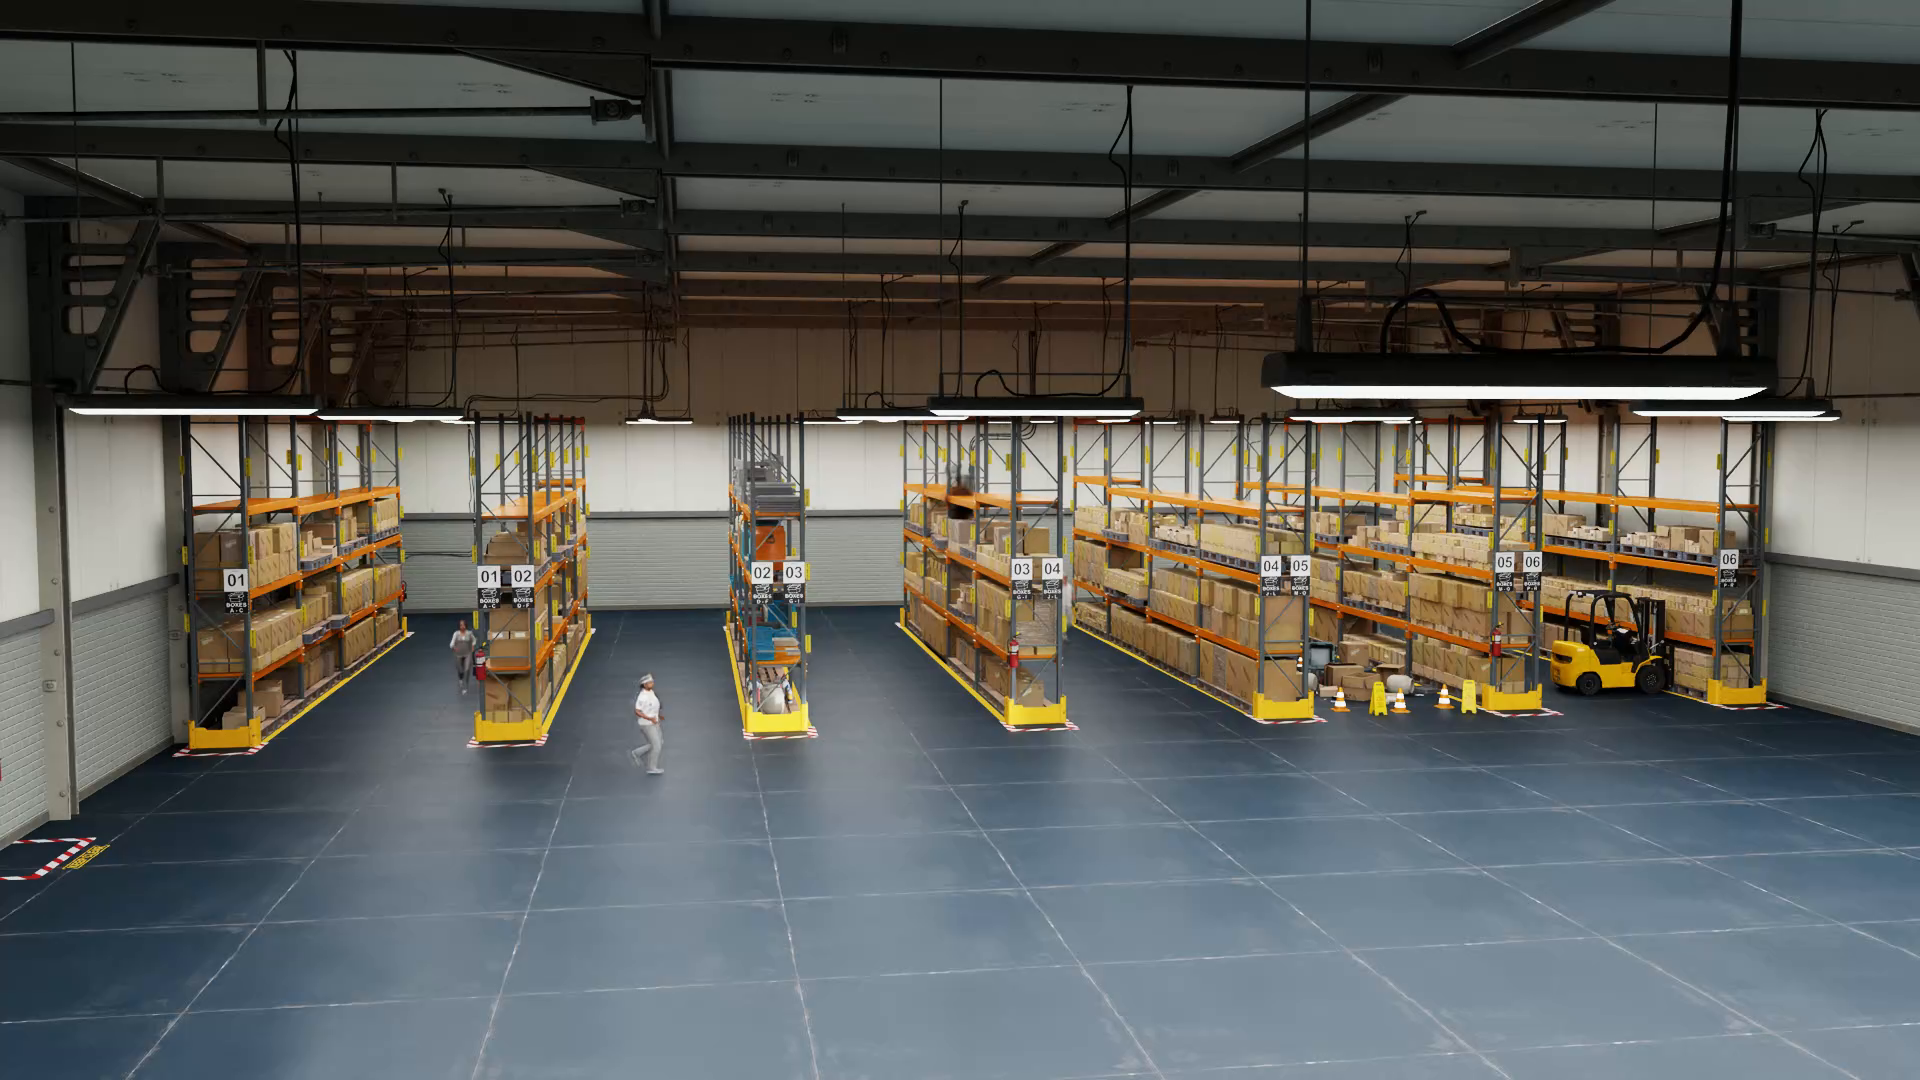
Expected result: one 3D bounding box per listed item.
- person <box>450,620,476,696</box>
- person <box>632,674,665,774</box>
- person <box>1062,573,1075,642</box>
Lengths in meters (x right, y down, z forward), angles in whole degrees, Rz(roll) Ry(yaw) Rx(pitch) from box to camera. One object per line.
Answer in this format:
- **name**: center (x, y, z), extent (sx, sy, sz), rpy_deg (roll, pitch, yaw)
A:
- **person**: center (-10.652, 2.507, 35.674), extent (0.539, 1.588, 0.831), rpy_deg (-1, 4, -17)
- **person**: center (-5.183, 3.027, 27.470), extent (0.590, 1.651, 0.570), rpy_deg (1, 4, 11)
- **person**: center (2.631, 1.703, 42.071), extent (0.663, 1.748, 0.714), rpy_deg (-1, 4, -16)
